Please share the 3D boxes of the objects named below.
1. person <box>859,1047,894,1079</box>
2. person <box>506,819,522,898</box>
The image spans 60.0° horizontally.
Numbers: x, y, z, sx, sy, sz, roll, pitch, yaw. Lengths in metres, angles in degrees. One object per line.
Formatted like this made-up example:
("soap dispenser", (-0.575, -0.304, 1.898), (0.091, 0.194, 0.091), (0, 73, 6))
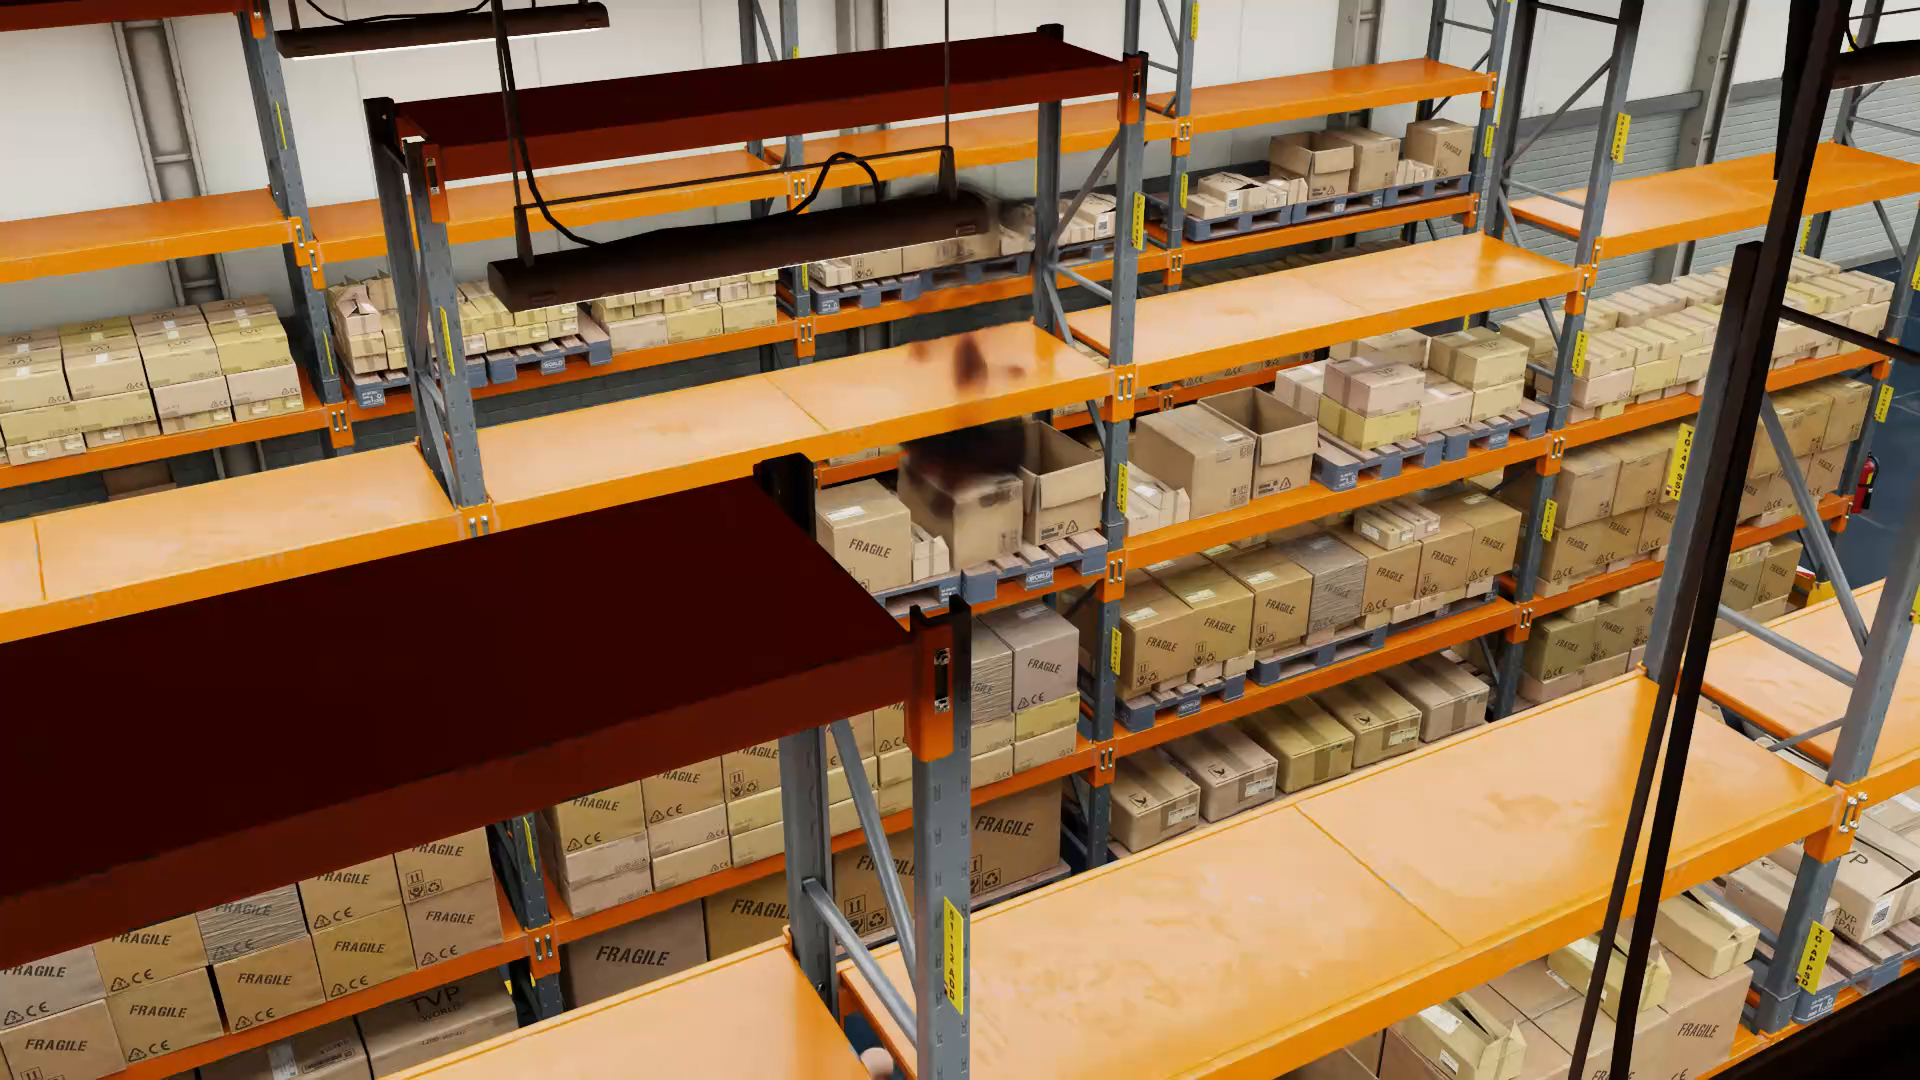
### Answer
("person", (-0.373, 3.373, 8.745), (0.952, 1.794, 0.726), (-16, 32, -28))
("person", (-3.061, 1.815, 11.813), (0.797, 1.723, 0.671), (-19, 33, -31))
